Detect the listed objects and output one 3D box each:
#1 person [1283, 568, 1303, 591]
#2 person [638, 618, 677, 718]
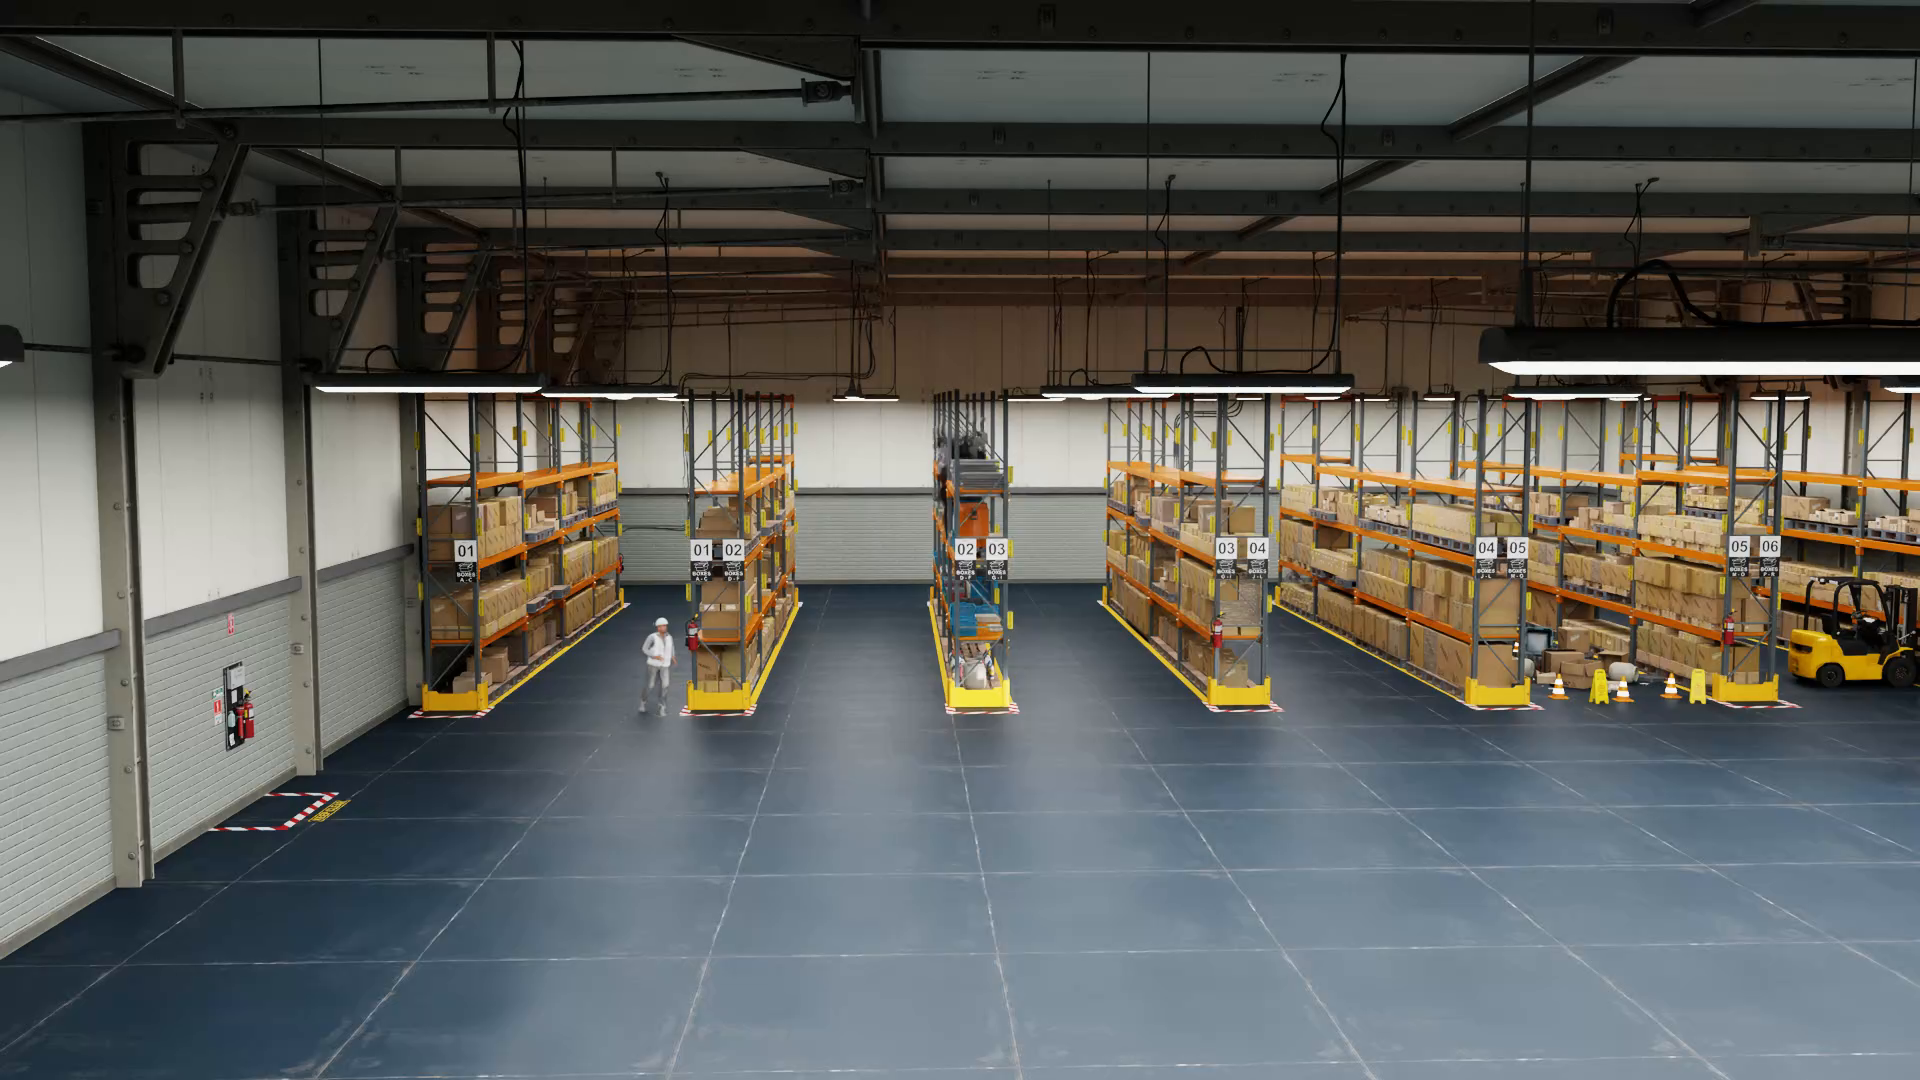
[{"bbox_3d":[9.792,0.821,49.157,0.923,1.748,0.734,4,6,40],"label":"person"},{"bbox_3d":[-5.530,2.336,30.712,0.711,1.800,0.800,-3,6,-36],"label":"person"}]
